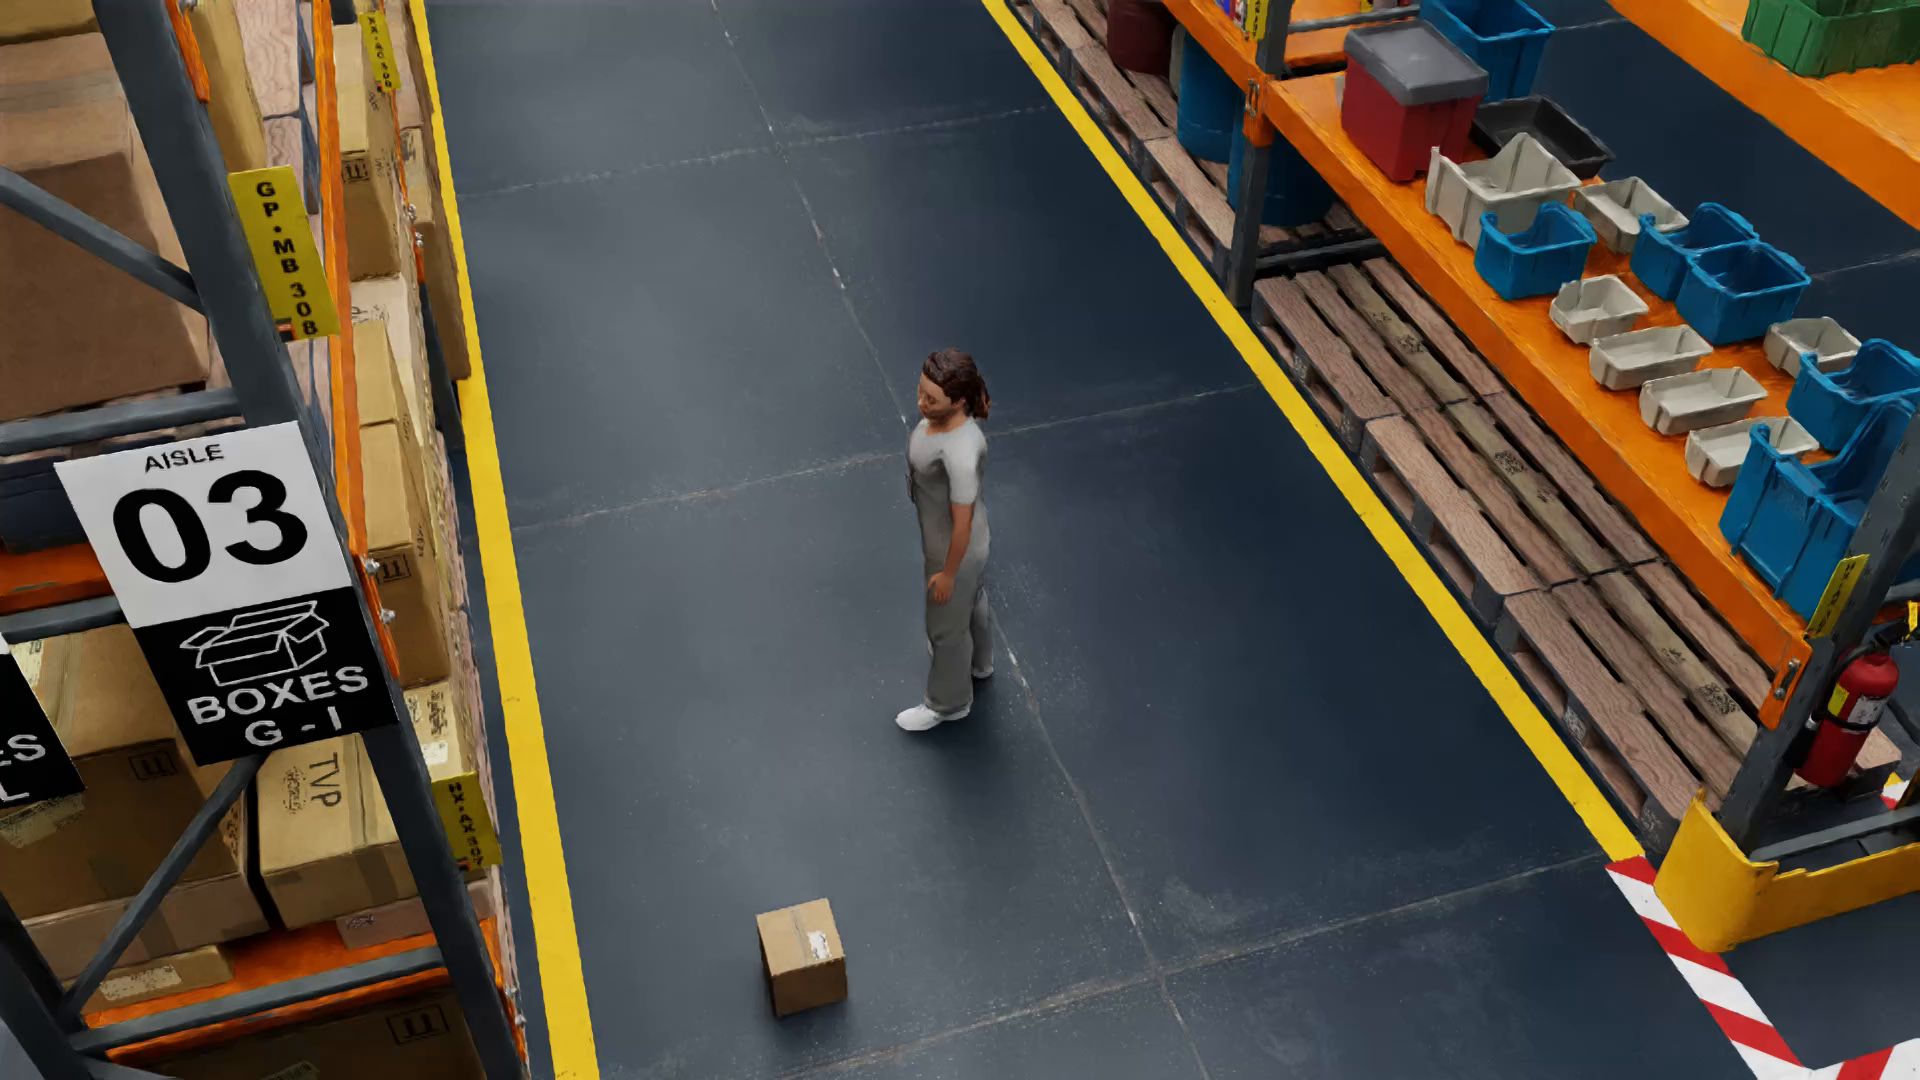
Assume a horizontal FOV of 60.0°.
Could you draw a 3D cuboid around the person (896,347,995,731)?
[{"bbox_3d":[-0.060,-0.012,6.139,0.411,1.675,0.528,-3,42,-3],"label":"person"}]
